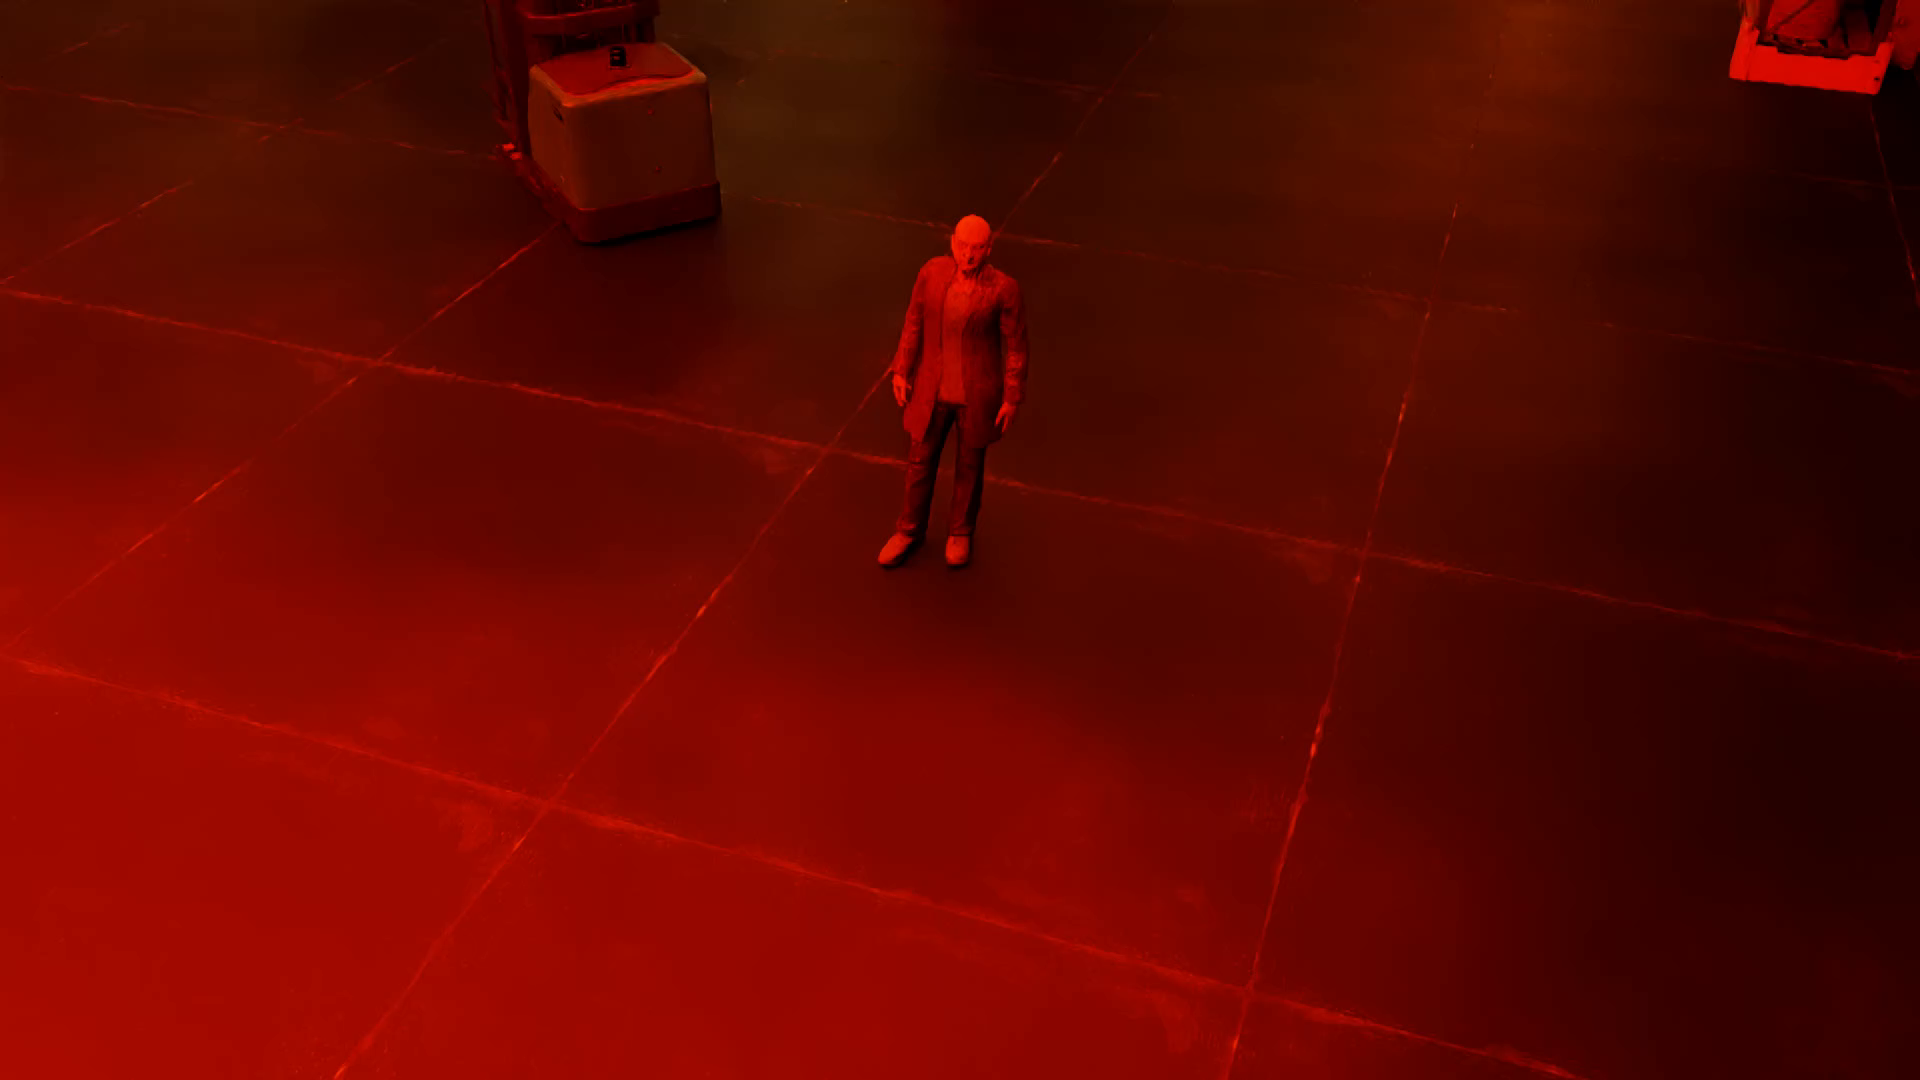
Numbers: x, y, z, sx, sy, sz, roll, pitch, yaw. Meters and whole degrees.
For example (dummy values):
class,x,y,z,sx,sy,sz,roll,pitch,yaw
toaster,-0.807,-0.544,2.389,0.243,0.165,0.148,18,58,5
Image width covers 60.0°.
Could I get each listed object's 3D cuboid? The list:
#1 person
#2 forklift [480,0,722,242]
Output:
class,x,y,z,sx,sy,sz,roll,pitch,yaw
person,-0.036,-0.681,8.055,0.694,1.776,0.575,12,37,16
forklift,-2.858,-4.067,11.847,1.130,2.935,3.031,-18,39,-24
